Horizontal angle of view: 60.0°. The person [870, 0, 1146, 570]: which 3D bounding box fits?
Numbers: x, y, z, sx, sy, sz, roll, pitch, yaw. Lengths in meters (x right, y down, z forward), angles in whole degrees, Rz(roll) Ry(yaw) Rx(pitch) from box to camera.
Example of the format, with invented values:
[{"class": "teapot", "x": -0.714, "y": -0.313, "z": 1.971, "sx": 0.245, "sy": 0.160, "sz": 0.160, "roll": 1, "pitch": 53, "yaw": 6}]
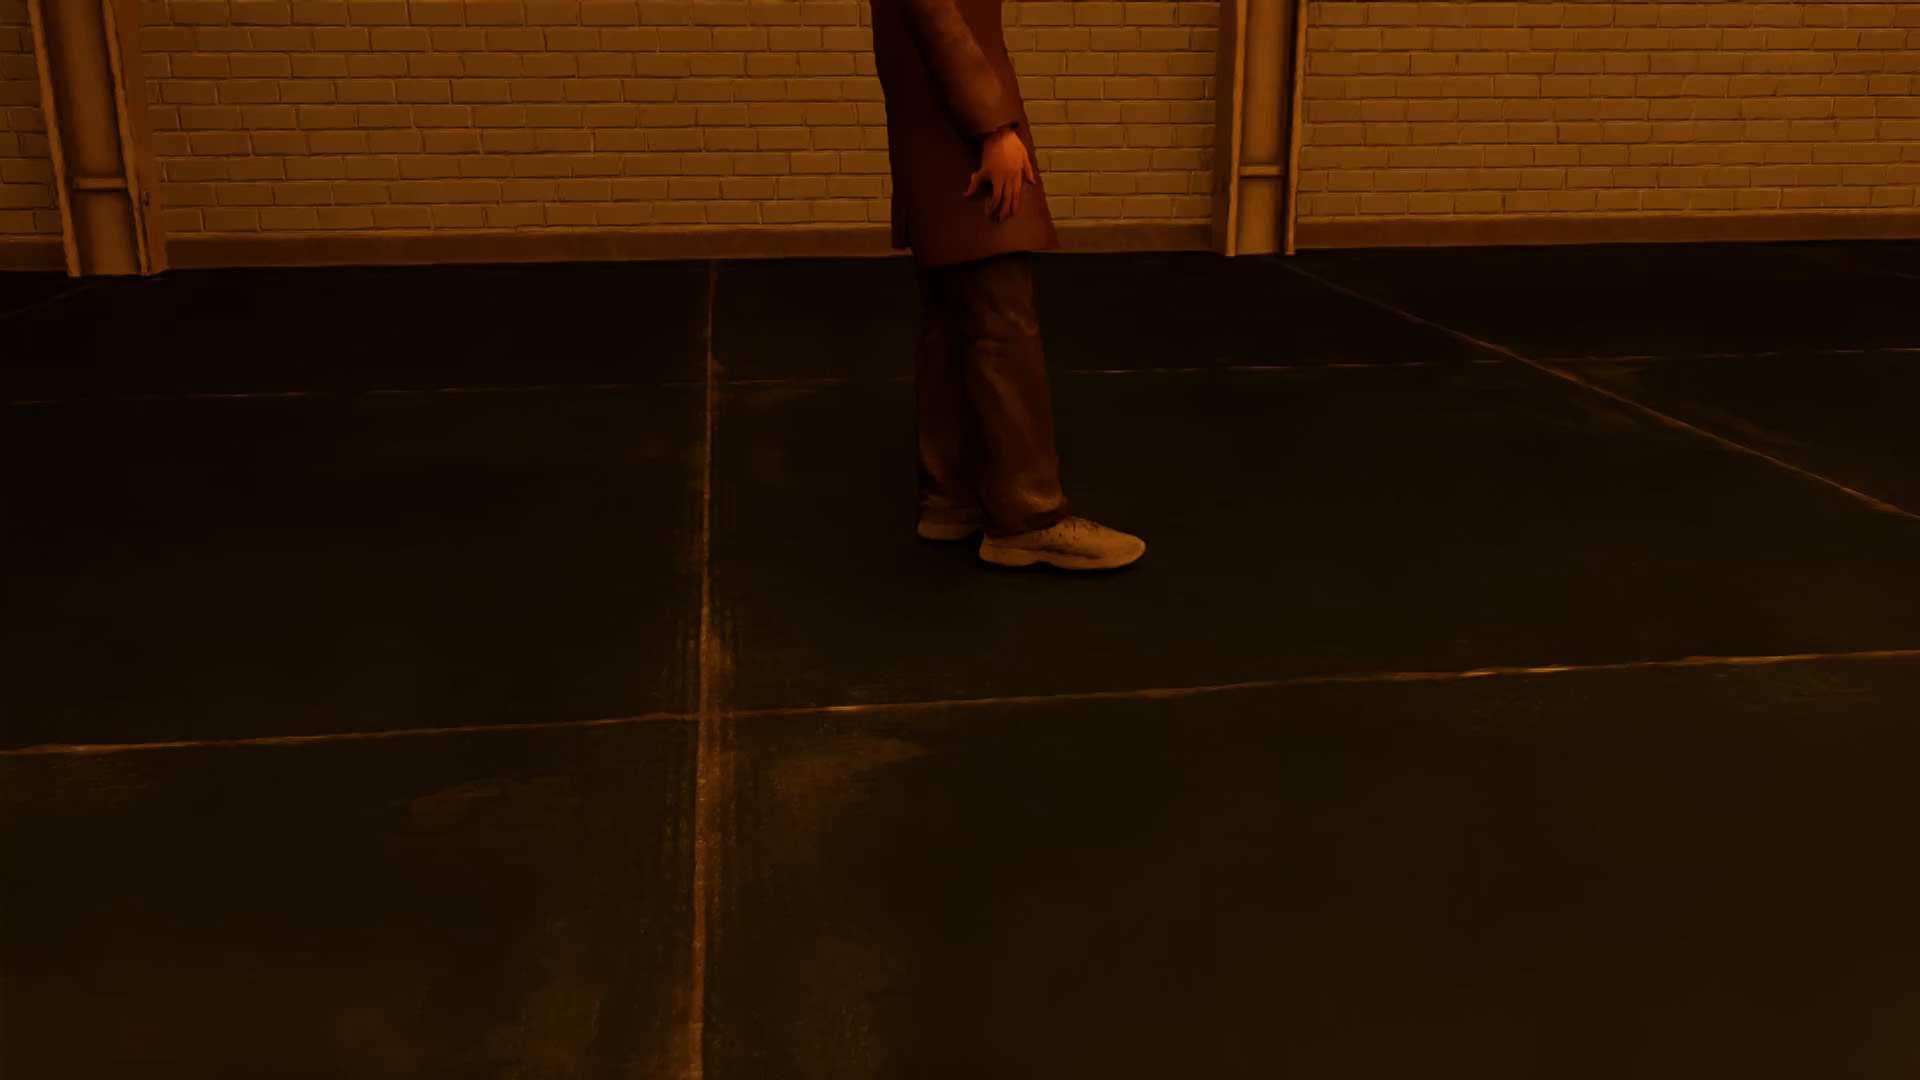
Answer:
[{"class": "person", "x": 0.091, "y": -0.860, "z": 3.715, "sx": 0.580, "sy": 1.776, "sz": 0.694, "roll": -2, "pitch": 17, "yaw": -8}]
